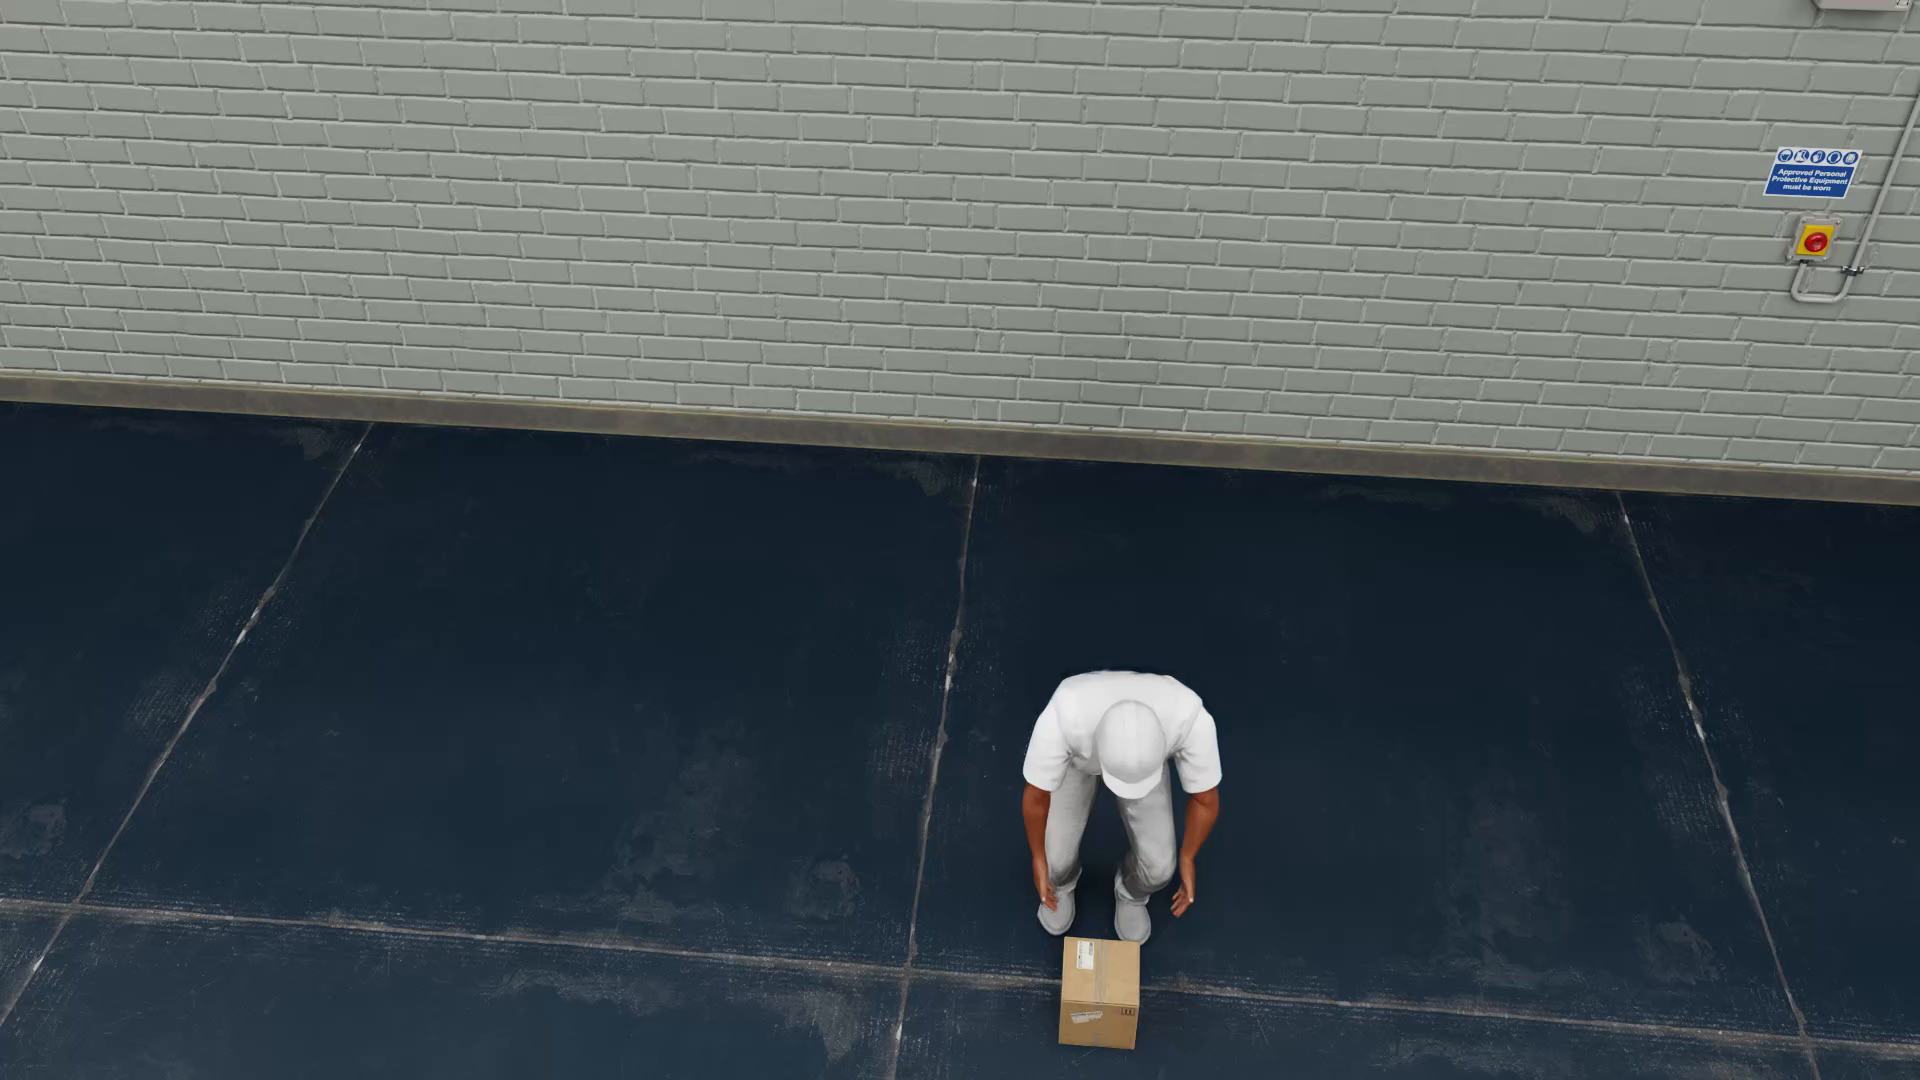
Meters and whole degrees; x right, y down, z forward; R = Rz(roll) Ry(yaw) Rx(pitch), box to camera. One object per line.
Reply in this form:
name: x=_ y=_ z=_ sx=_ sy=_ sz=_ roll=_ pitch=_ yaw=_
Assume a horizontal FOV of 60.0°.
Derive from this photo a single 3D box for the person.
person: x=0.522 y=0.836 z=5.466 sx=0.631 sy=1.343 sz=0.792 roll=3 pitch=40 yaw=4
